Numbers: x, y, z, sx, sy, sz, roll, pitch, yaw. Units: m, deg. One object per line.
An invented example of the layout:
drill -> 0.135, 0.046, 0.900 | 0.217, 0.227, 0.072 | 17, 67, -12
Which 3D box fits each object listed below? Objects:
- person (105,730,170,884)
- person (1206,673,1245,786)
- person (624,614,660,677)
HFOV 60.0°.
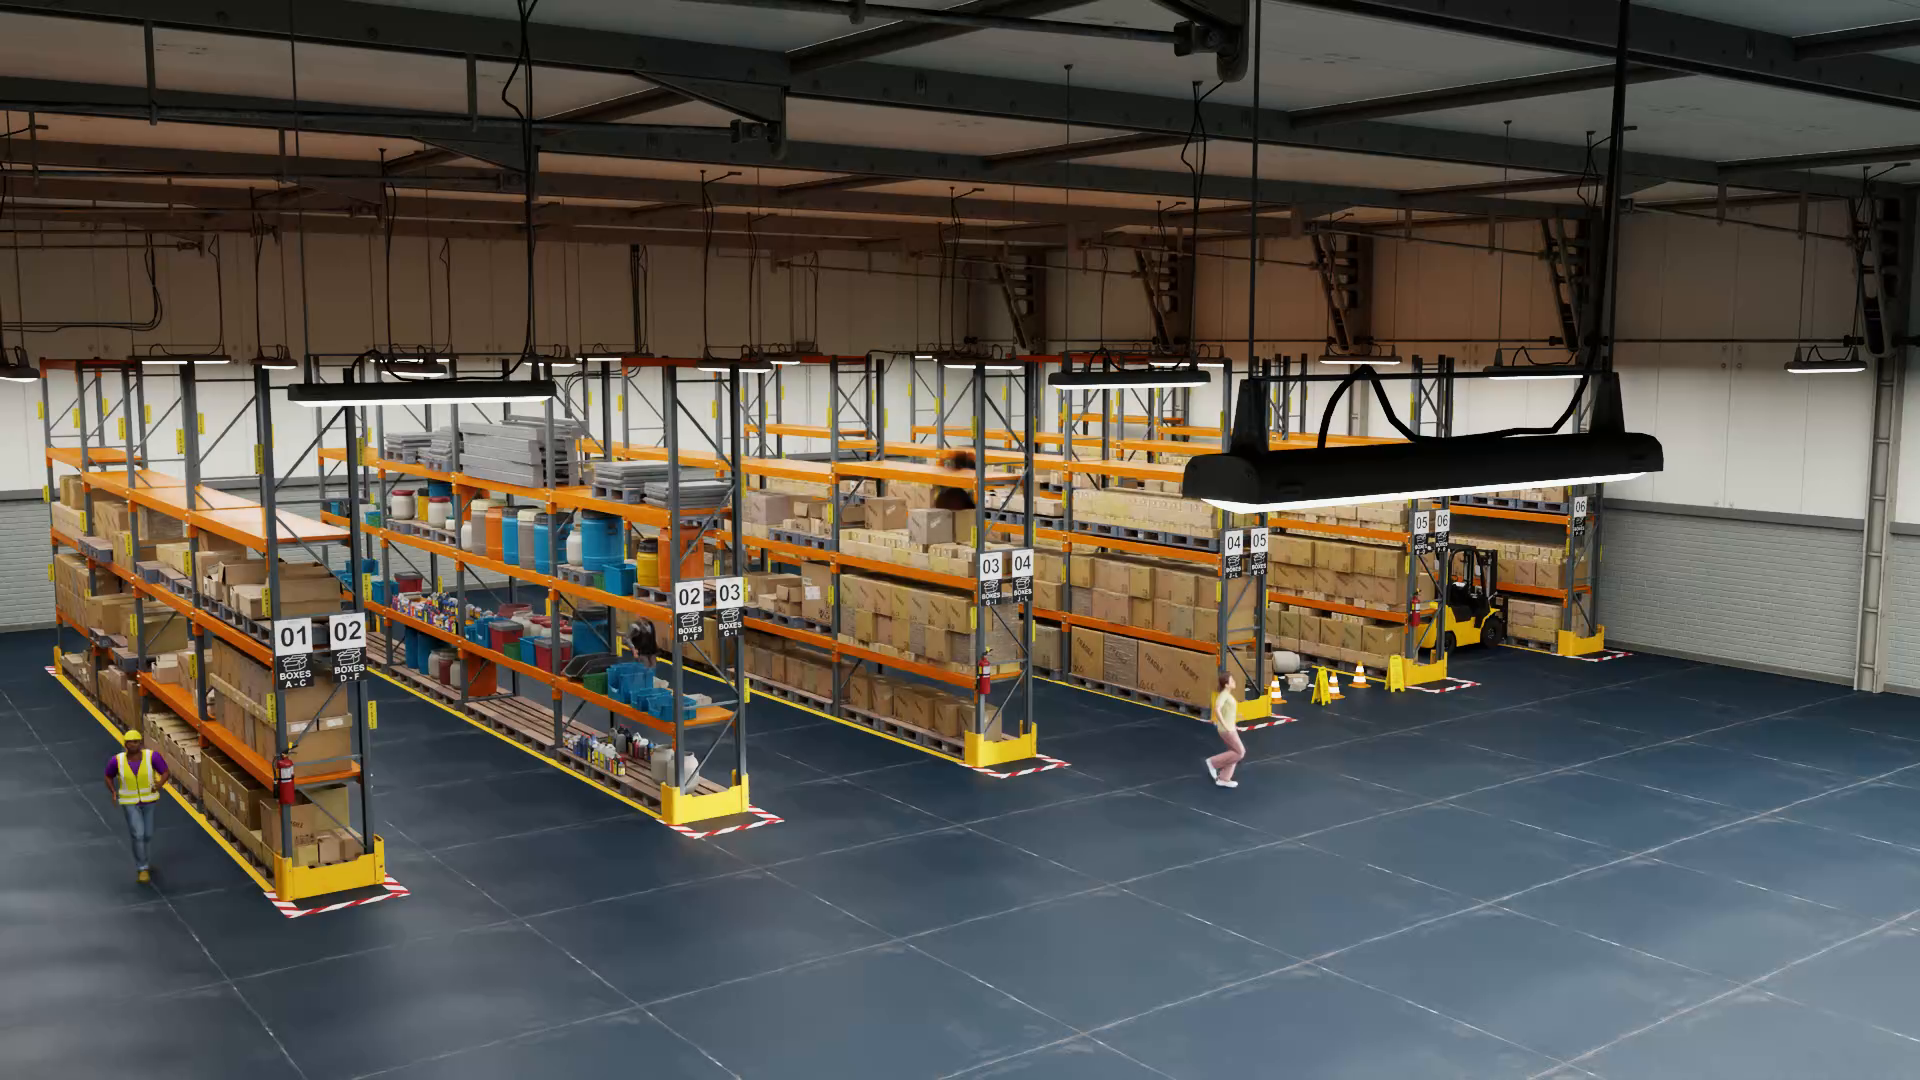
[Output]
person -> -9.725, 3.106, 19.713 | 0.689, 1.767, 0.841 | -4, 8, -31
person -> 3.782, 2.697, 23.625 | 0.547, 1.624, 0.627 | 1, 7, 12
person -> -5.533, 2.006, 29.186 | 0.578, 1.676, 0.658 | 5, 9, 37
